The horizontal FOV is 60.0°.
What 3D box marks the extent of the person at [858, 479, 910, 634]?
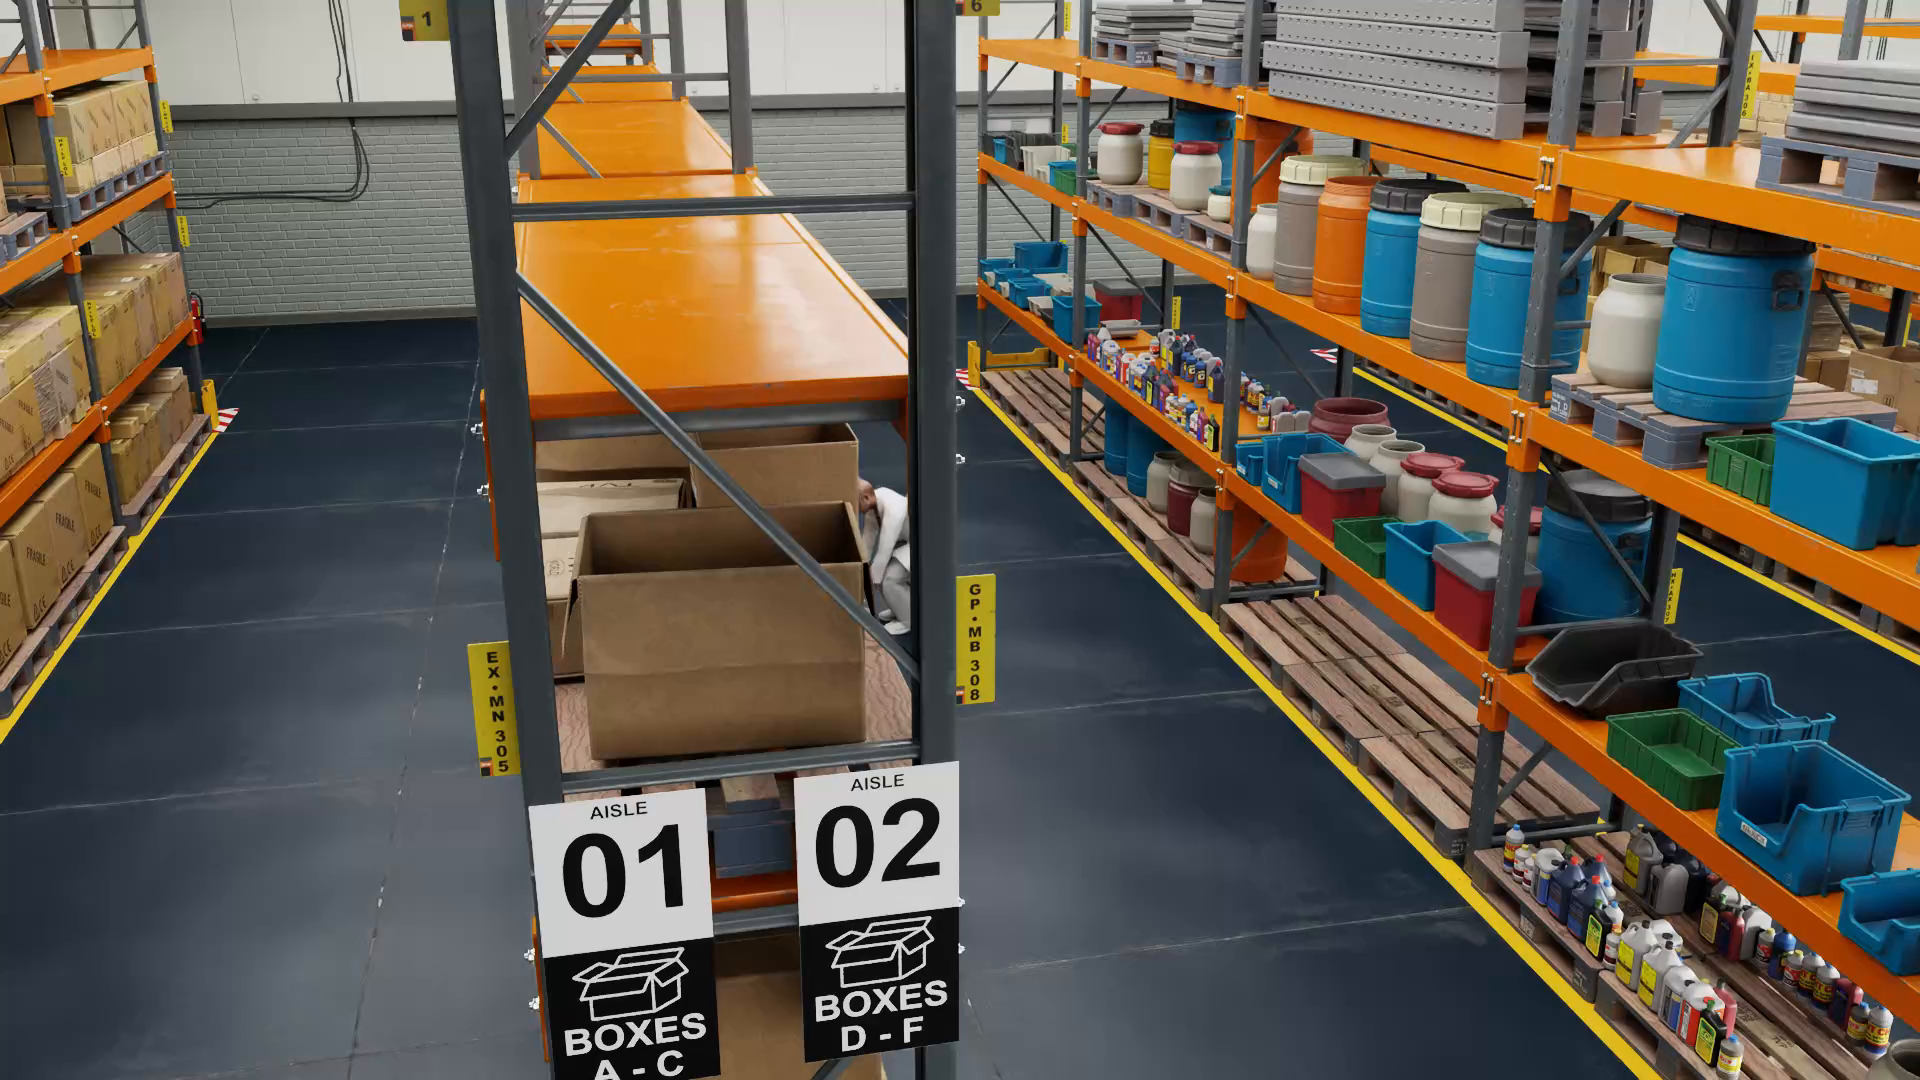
[{"bbox_3d":[-0.484,0.107,12.945,0.796,1.235,0.631,-4,20,-13],"label":"person"}]
